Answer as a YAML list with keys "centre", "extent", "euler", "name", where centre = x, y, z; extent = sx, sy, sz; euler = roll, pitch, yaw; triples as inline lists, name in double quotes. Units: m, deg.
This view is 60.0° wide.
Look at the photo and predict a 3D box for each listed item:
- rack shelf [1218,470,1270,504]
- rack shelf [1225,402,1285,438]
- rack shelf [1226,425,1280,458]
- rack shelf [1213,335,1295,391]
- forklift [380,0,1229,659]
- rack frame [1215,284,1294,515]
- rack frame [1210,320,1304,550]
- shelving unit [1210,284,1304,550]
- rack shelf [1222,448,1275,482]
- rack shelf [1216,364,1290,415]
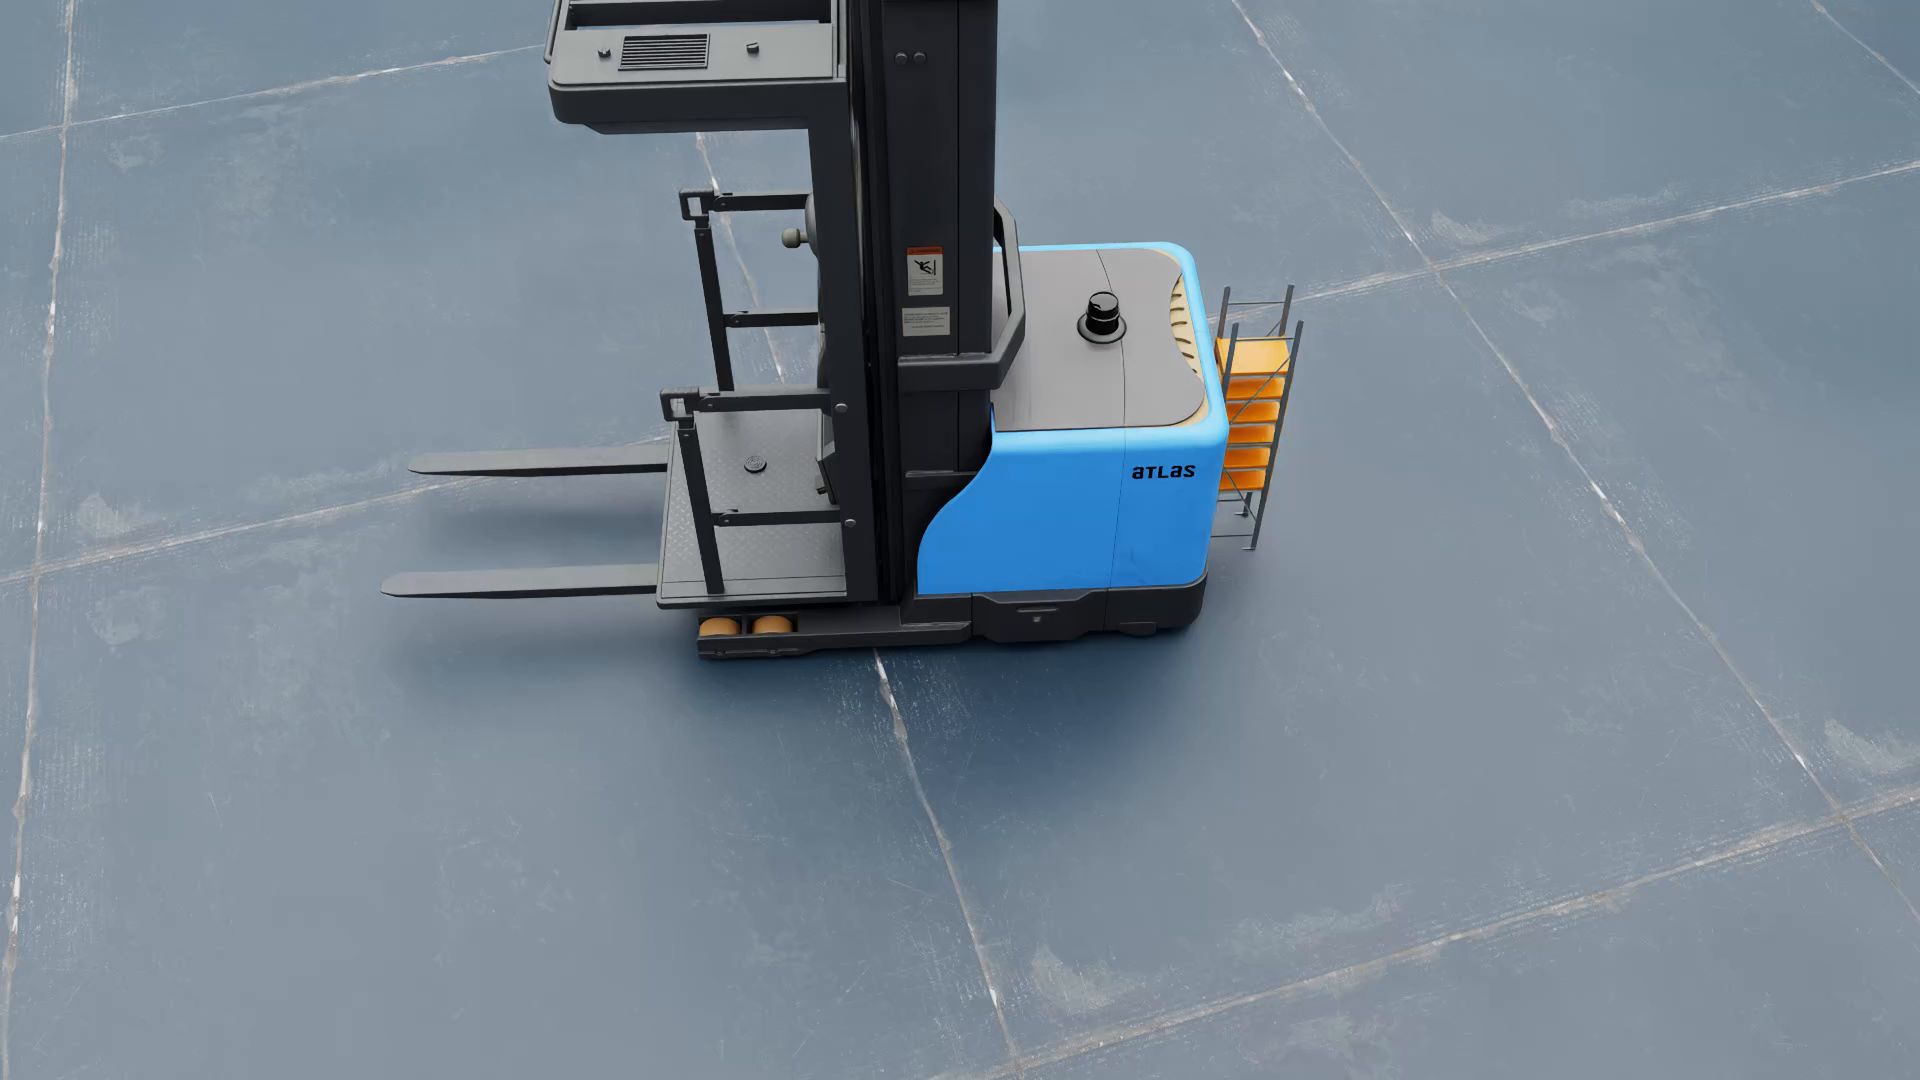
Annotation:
- centre: [1.033, -0.234, 6.324]
  extent: [0.258, 0.103, 0.180]
  euler: [-2, 50, -2]
  name: "rack shelf"
- centre: [1.033, -0.466, 6.049]
  extent: [0.258, 0.103, 0.180]
  euler: [-2, 50, -2]
  name: "rack shelf"
- centre: [1.033, -0.389, 6.141]
  extent: [0.258, 0.103, 0.180]
  euler: [-2, 50, -2]
  name: "rack shelf"
- centre: [1.033, -0.621, 5.866]
  extent: [0.258, 0.103, 0.180]
  euler: [-2, 50, -2]
  name: "rack shelf"
- centre: [-0.628, -0.921, 5.399]
  extent: [3.031, 2.935, 1.130]
  euler: [-2, 50, -2]
  name: "forklift"
- centre: [1.029, -0.487, 6.166]
  extent: [0.240, 1.200, 0.006]
  euler: [-2, 50, -2]
  name: "rack frame"
- centre: [1.037, -0.348, 6.048]
  extent: [0.240, 1.200, 0.006]
  euler: [-2, 50, -2]
  name: "rack frame"
- centre: [1.033, -0.418, 6.107]
  extent: [0.258, 1.200, 0.189]
  euler: [-2, 50, -2]
  name: "shelving unit"
- centre: [1.033, -0.312, 6.233]
  extent: [0.258, 0.103, 0.180]
  euler: [-2, 50, -2]
  name: "rack shelf"
- centre: [1.033, -0.544, 5.957]
  extent: [0.258, 0.103, 0.180]
  euler: [-2, 50, -2]
  name: "rack shelf"
